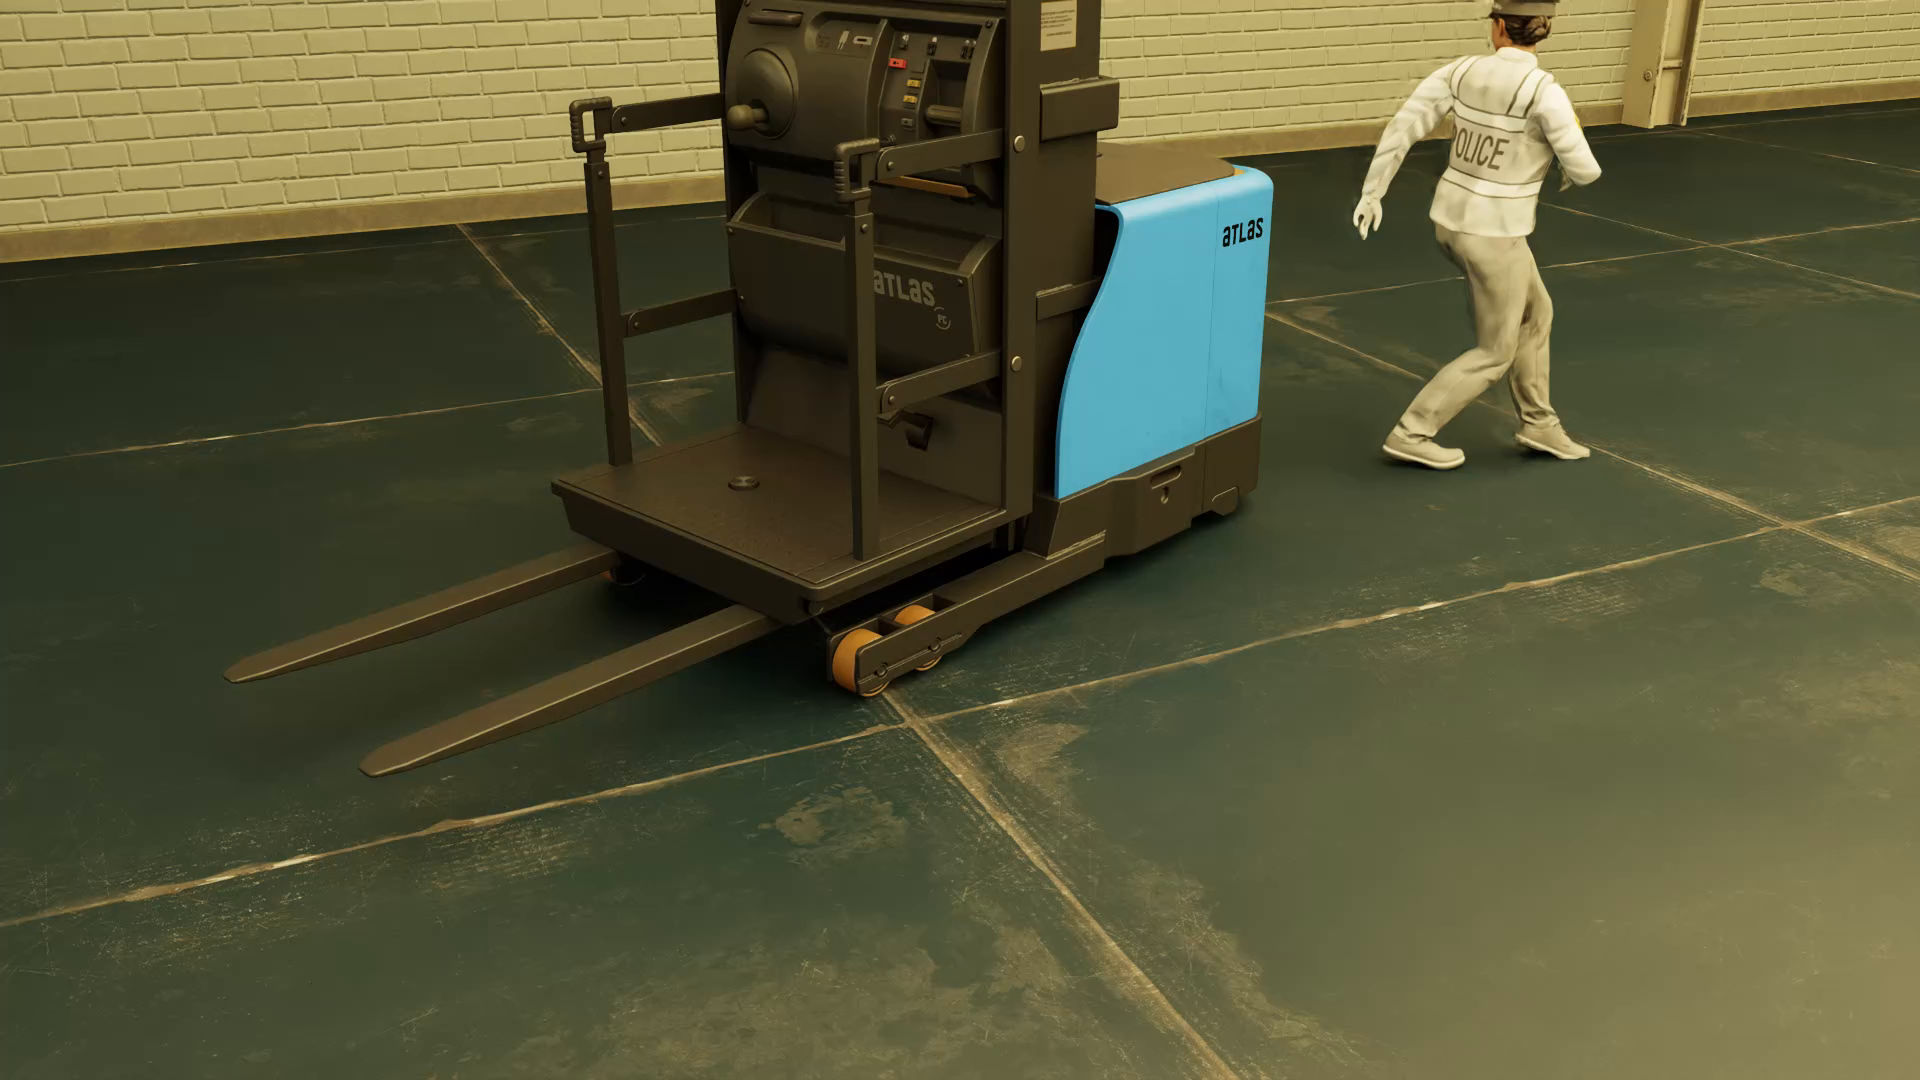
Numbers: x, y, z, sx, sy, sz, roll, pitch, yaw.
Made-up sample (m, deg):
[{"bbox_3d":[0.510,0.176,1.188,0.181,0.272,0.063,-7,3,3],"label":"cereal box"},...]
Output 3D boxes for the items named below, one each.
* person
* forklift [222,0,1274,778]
[{"bbox_3d":[1.778,-1.010,5.502,0.873,1.625,0.520,-5,23,-11],"label":"person"},{"bbox_3d":[-0.413,-1.182,4.131,1.130,2.935,3.031,19,29,39],"label":"forklift"}]
